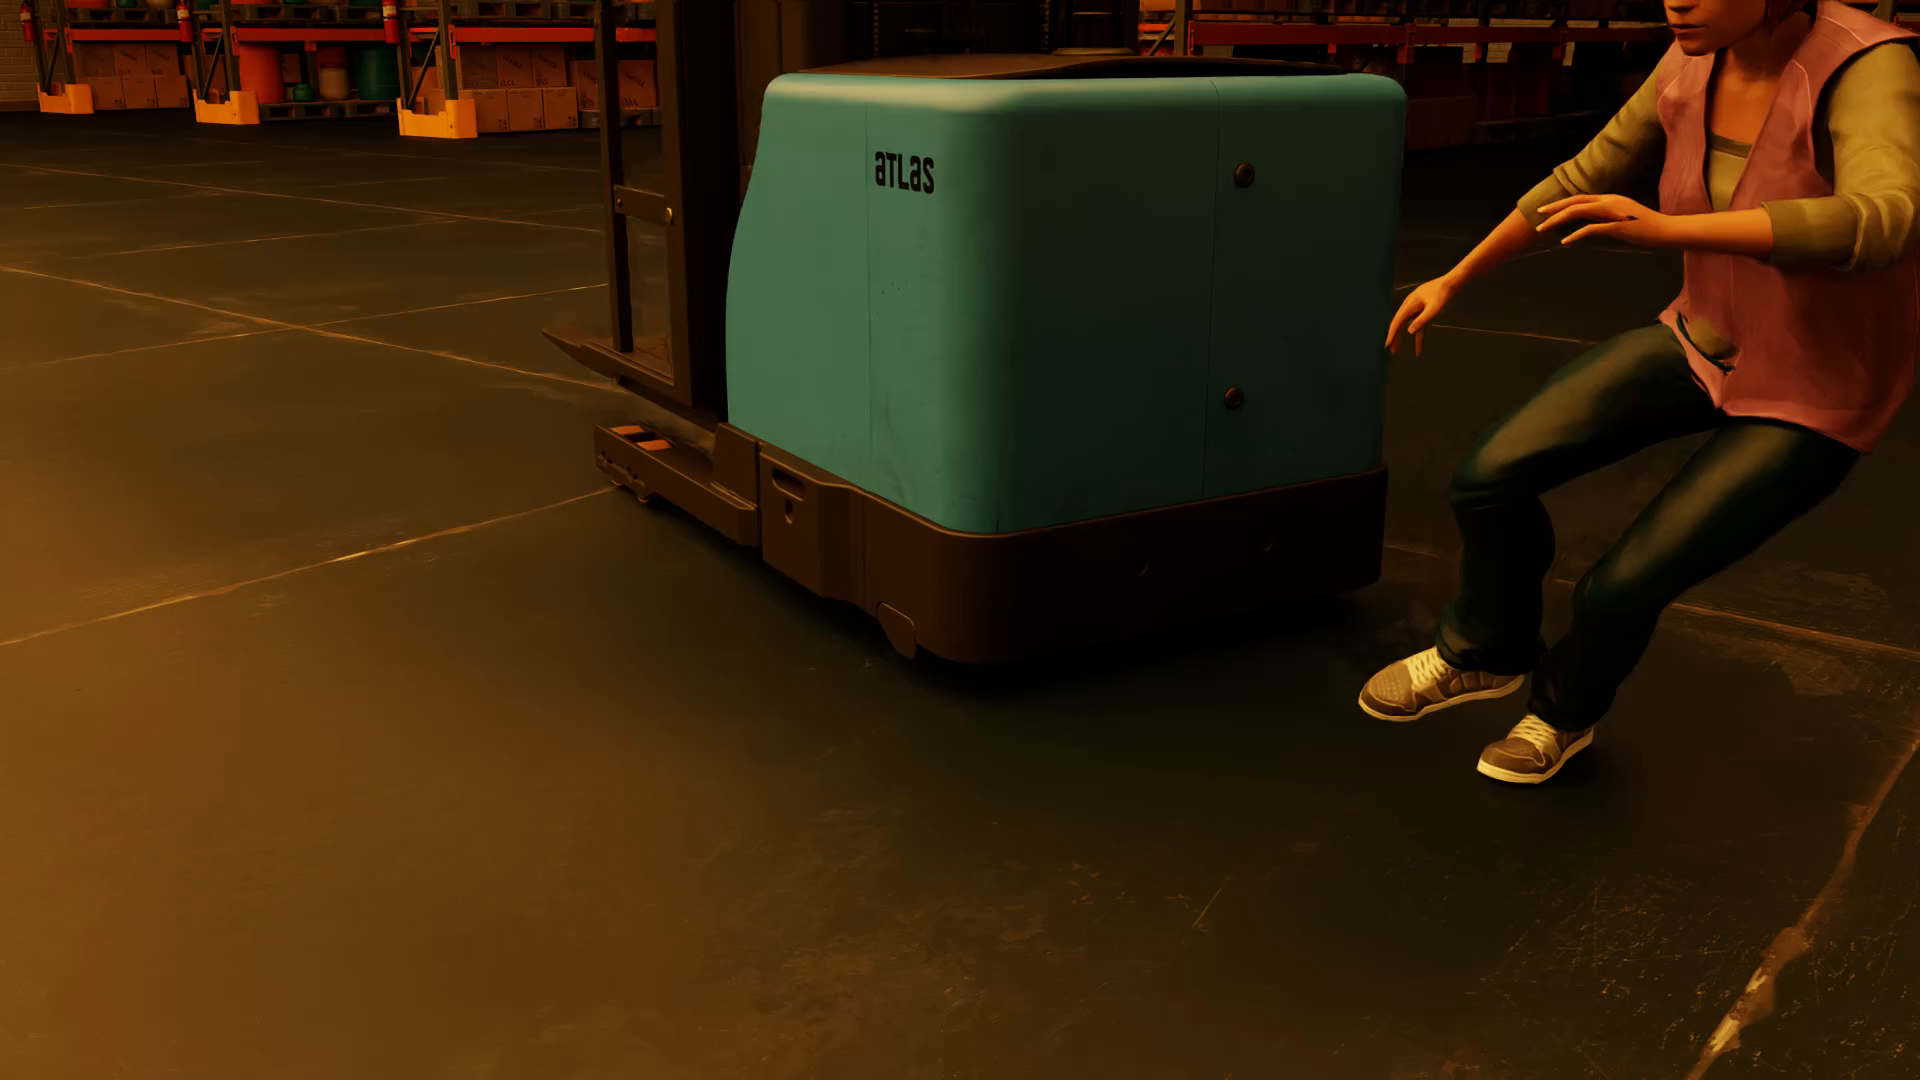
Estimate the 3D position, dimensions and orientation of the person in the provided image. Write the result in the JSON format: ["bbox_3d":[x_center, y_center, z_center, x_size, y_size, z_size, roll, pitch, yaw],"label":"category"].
[{"bbox_3d":[0.903,-0.190,2.273,0.827,1.357,0.825,-12,21,-34],"label":"person"}]

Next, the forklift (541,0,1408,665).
[{"bbox_3d":[-0.312,-1.555,4.018,1.130,2.935,3.031,-10,19,-29],"label":"forklift"}]
